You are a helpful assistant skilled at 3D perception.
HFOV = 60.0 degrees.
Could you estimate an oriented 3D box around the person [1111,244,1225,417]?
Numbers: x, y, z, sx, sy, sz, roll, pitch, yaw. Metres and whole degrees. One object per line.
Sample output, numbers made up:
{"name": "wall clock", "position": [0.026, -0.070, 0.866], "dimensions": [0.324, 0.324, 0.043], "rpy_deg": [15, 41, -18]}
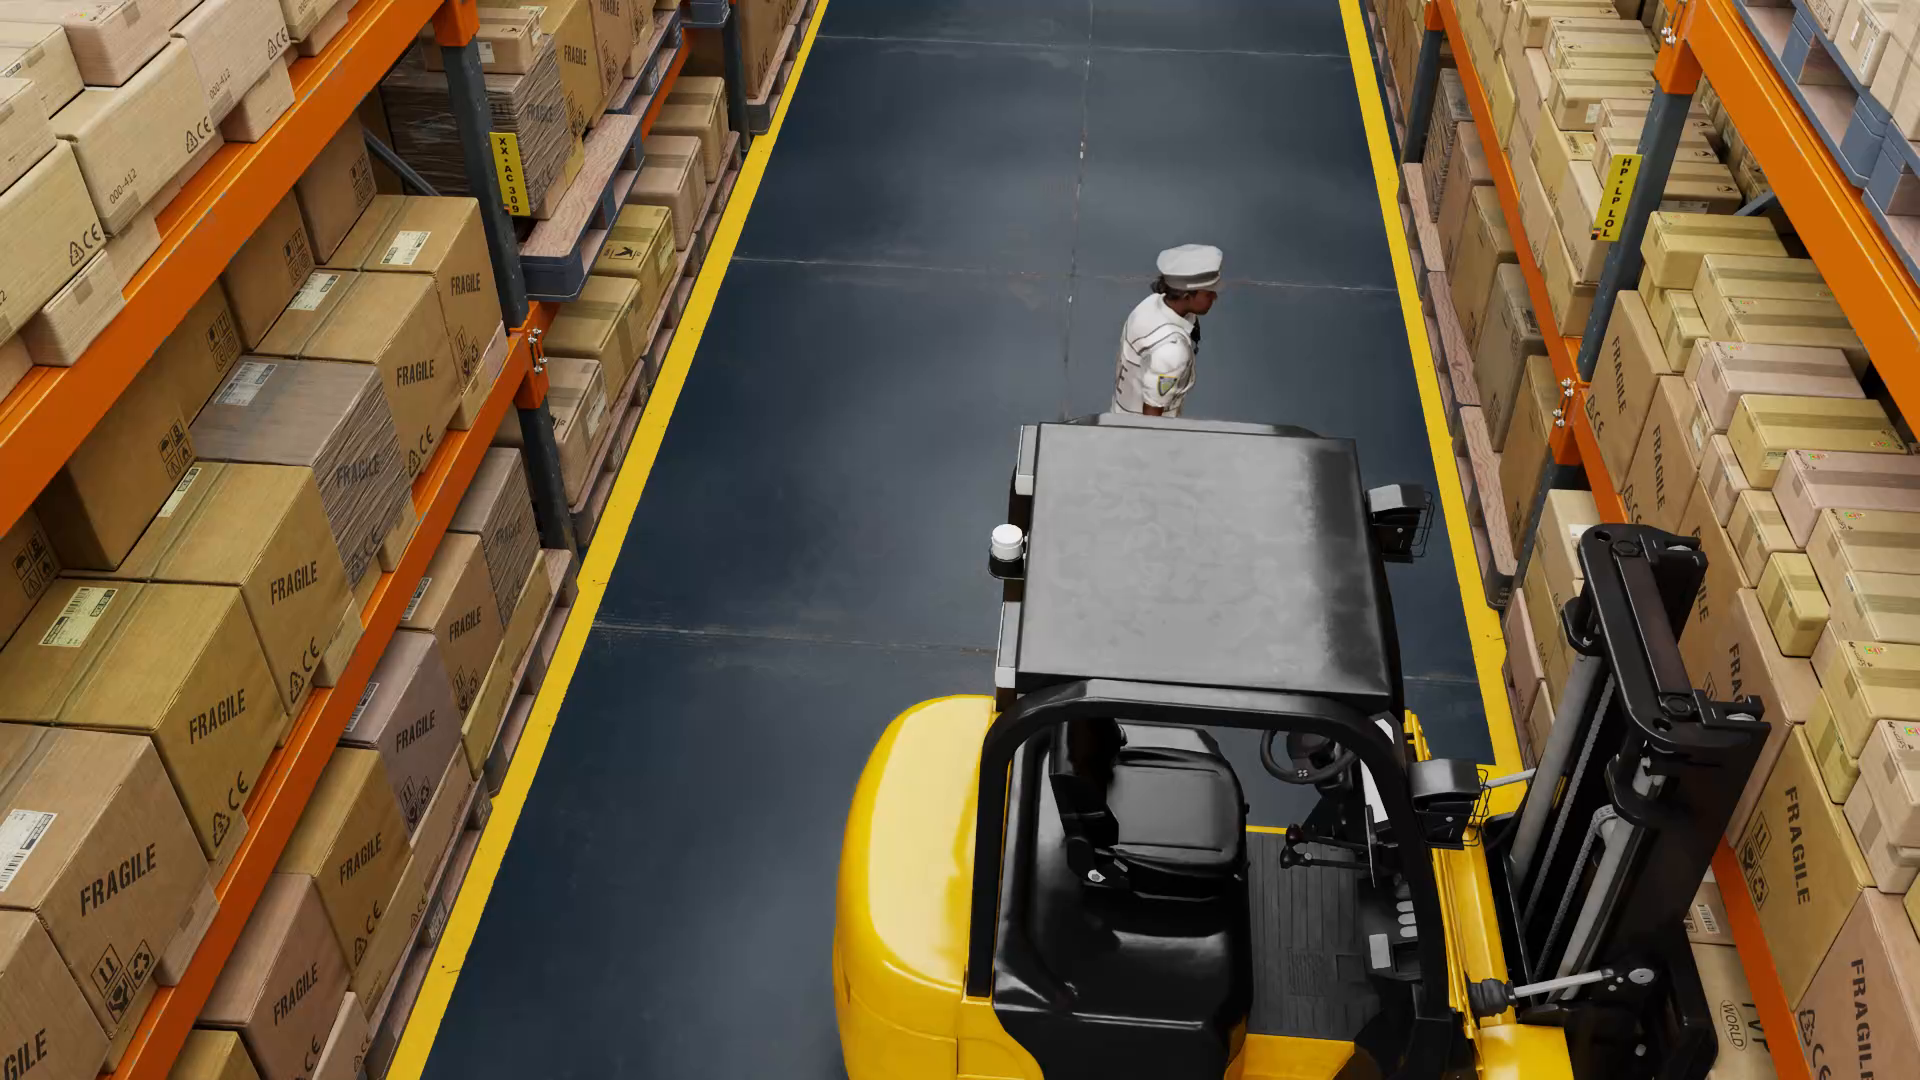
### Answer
{"name": "person", "position": [0.801, -0.410, 6.640], "dimensions": [0.415, 1.660, 0.506], "rpy_deg": [4, 40, 4]}
